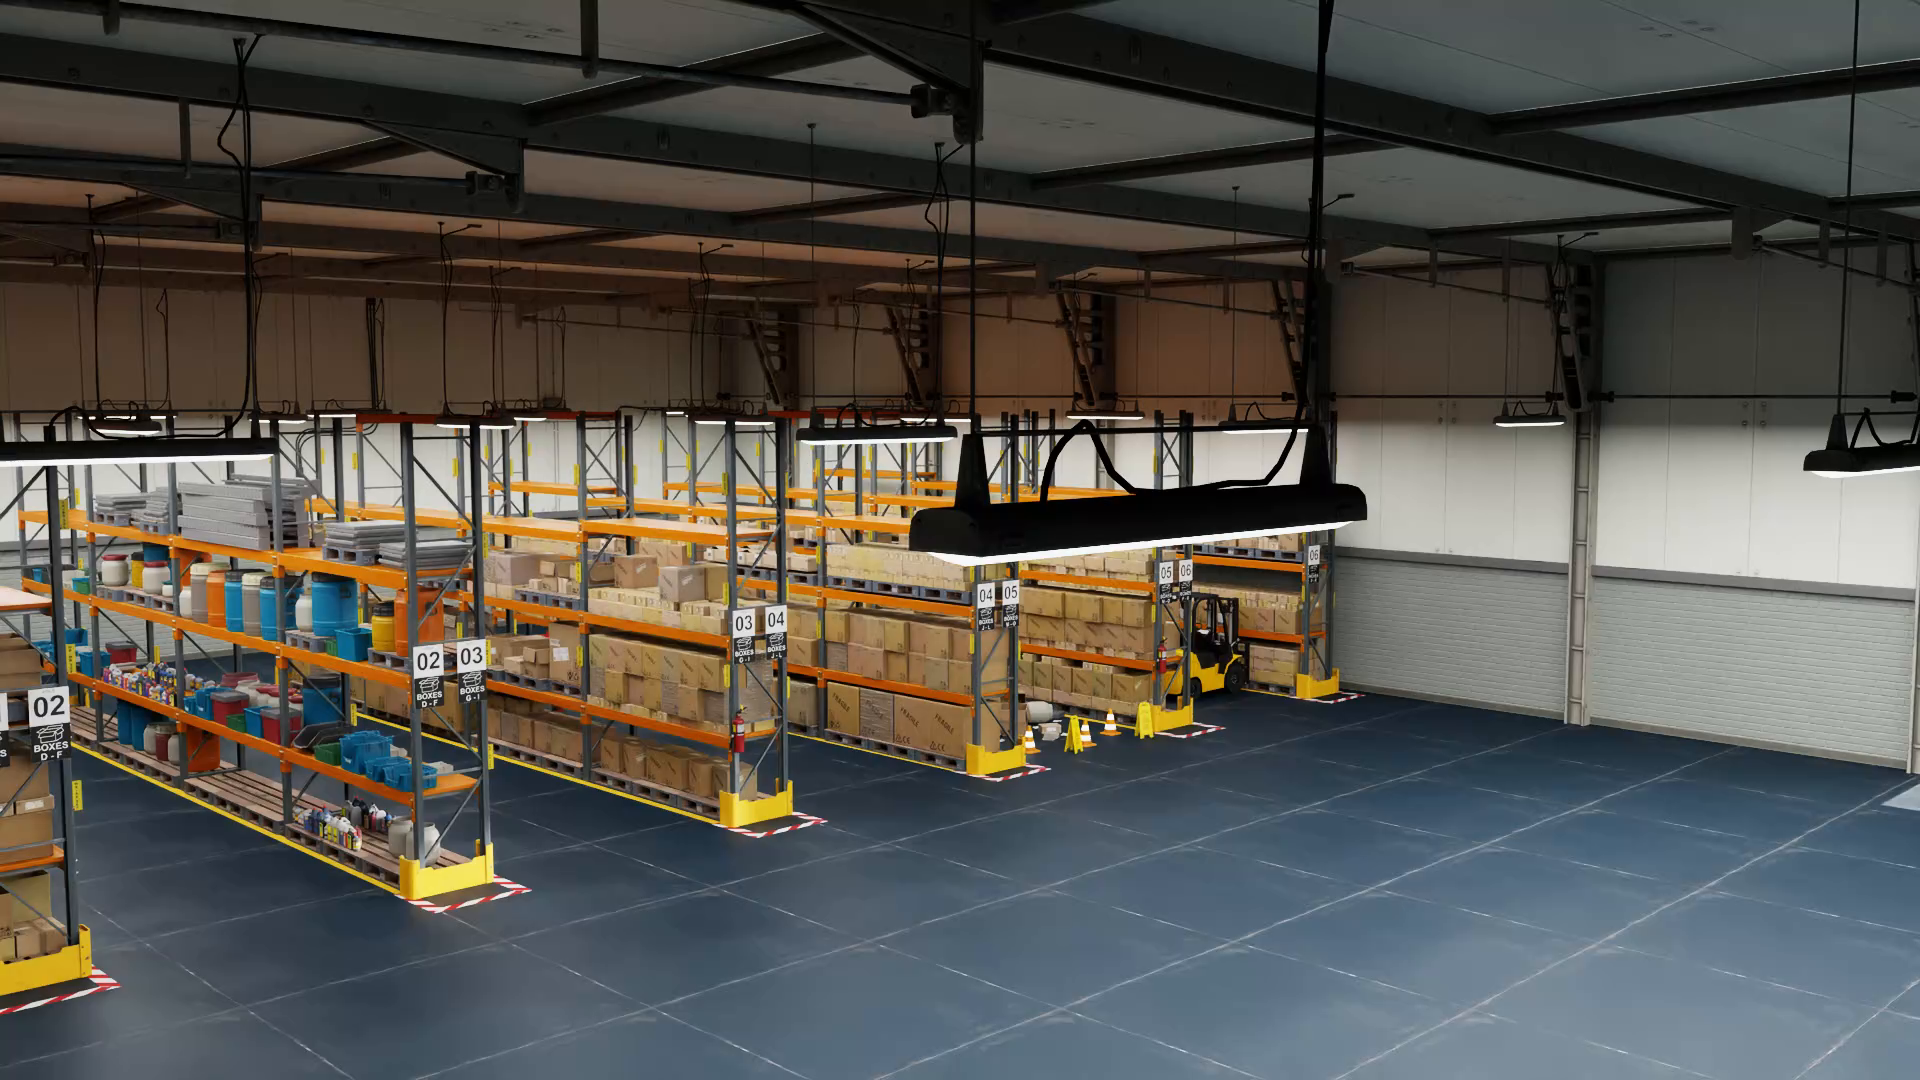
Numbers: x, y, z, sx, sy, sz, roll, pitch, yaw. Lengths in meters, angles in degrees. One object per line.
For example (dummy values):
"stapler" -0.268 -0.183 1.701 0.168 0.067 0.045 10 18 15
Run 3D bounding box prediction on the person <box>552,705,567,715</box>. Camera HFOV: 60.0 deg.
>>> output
"person" -7.574 2.664 31.868 0.719 1.724 1.051 -4 7 -41
